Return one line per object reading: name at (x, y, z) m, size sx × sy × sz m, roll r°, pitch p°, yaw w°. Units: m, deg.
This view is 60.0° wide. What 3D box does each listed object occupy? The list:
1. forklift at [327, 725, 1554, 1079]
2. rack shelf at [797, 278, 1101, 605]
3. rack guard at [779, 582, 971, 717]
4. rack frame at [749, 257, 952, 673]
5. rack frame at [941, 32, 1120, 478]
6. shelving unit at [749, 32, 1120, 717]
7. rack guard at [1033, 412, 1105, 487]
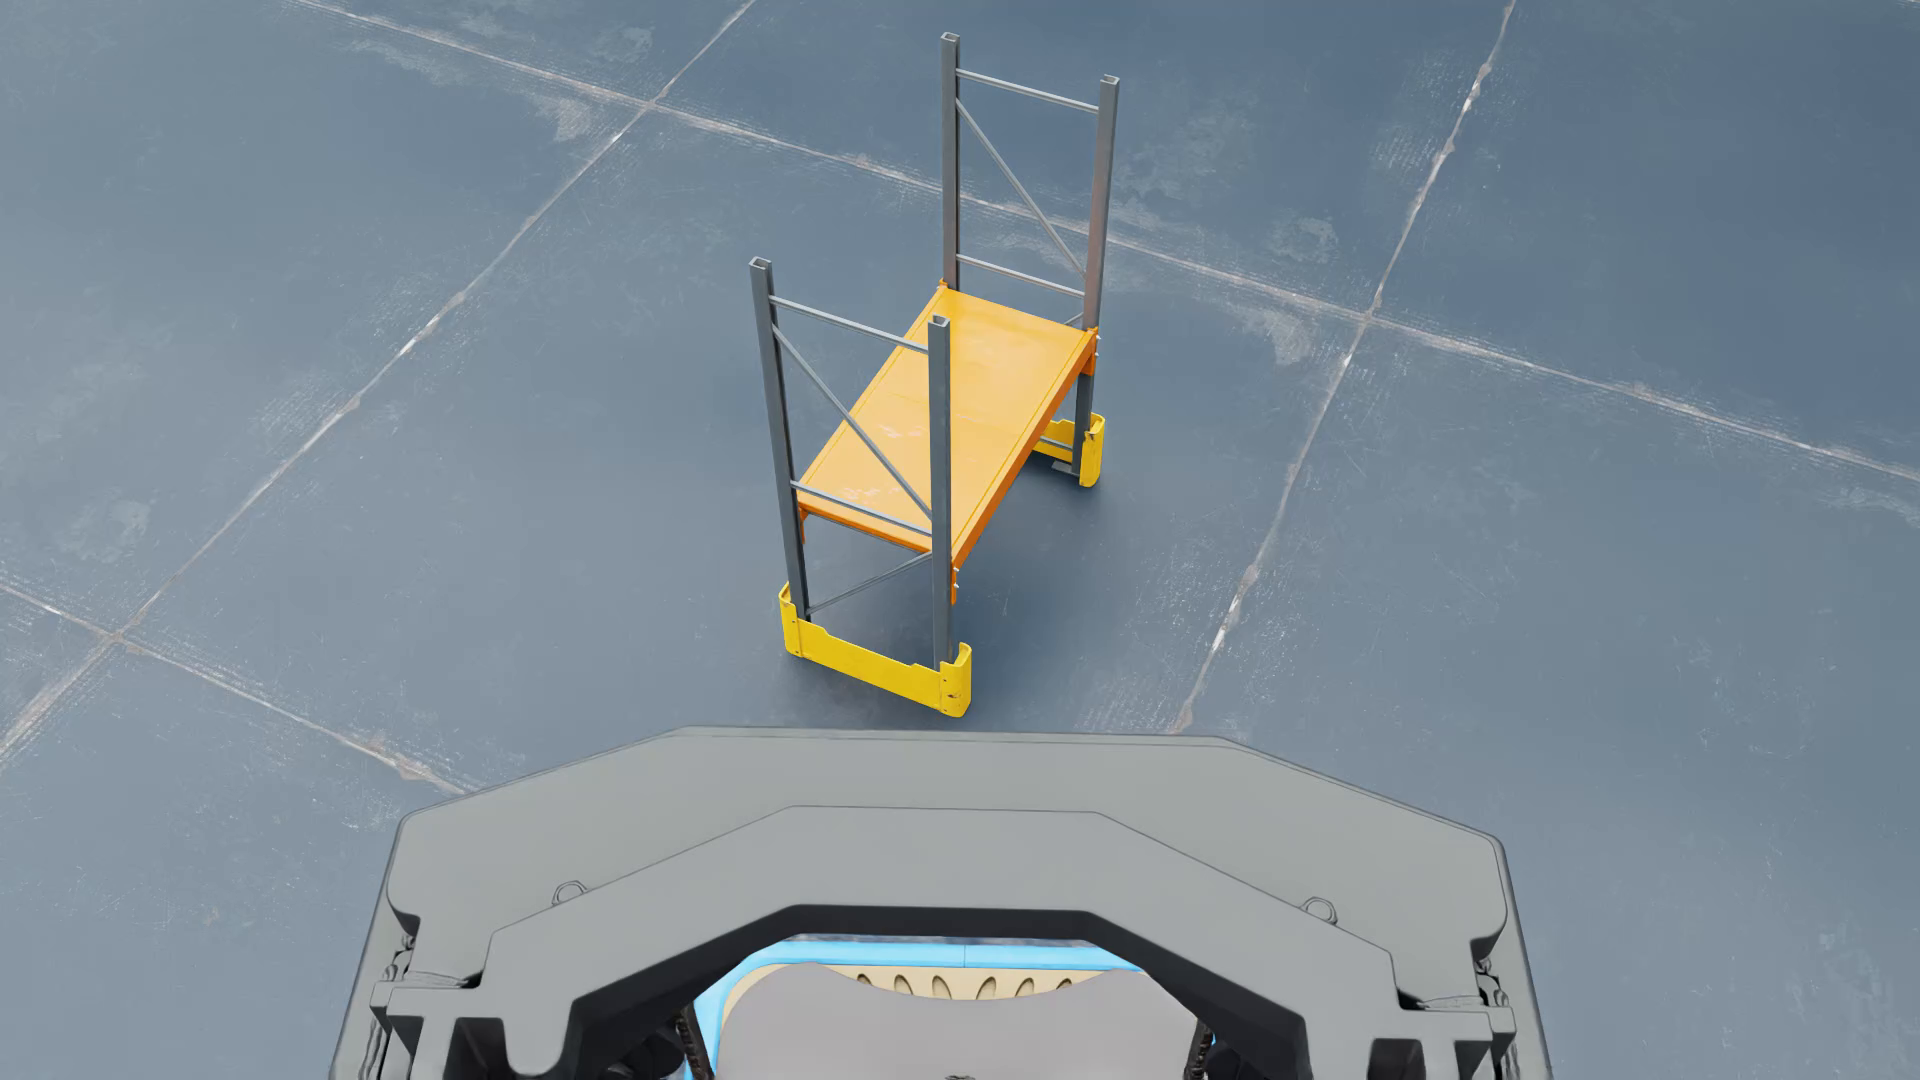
forklift at (-0.027, 1.650, 1.922) m, size 1.130 × 2.935 × 3.031 m, roll 1°, pitch 50°, yaw 1°
rack shelf at (-0.036, -0.311, 4.766) m, size 0.538 × 0.185 × 1.000 m, roll 20°, pitch 52°, yaw 16°
rack guard at (-0.245, 0.314, 4.818) m, size 0.587 × 0.250 × 0.087 m, roll 20°, pitch 52°, yaw 16°
rack frame at (-0.254, -0.077, 4.331) m, size 0.500 × 1.500 × 0.032 m, roll 20°, pitch 52°, yaw 16°
rack frame at (0.181, -0.777, 4.927) m, size 0.500 × 1.500 × 0.032 m, roll 20°, pitch 52°, yaw 16°
shelving unit at (-0.033, -0.434, 4.634) m, size 0.587 × 1.500 × 1.083 m, roll 20°, pitch 52°, yaw 16°
rack guard at (0.180, -0.371, 5.402) m, size 0.587 × 0.250 × 0.087 m, roll 20°, pitch 52°, yaw 16°
